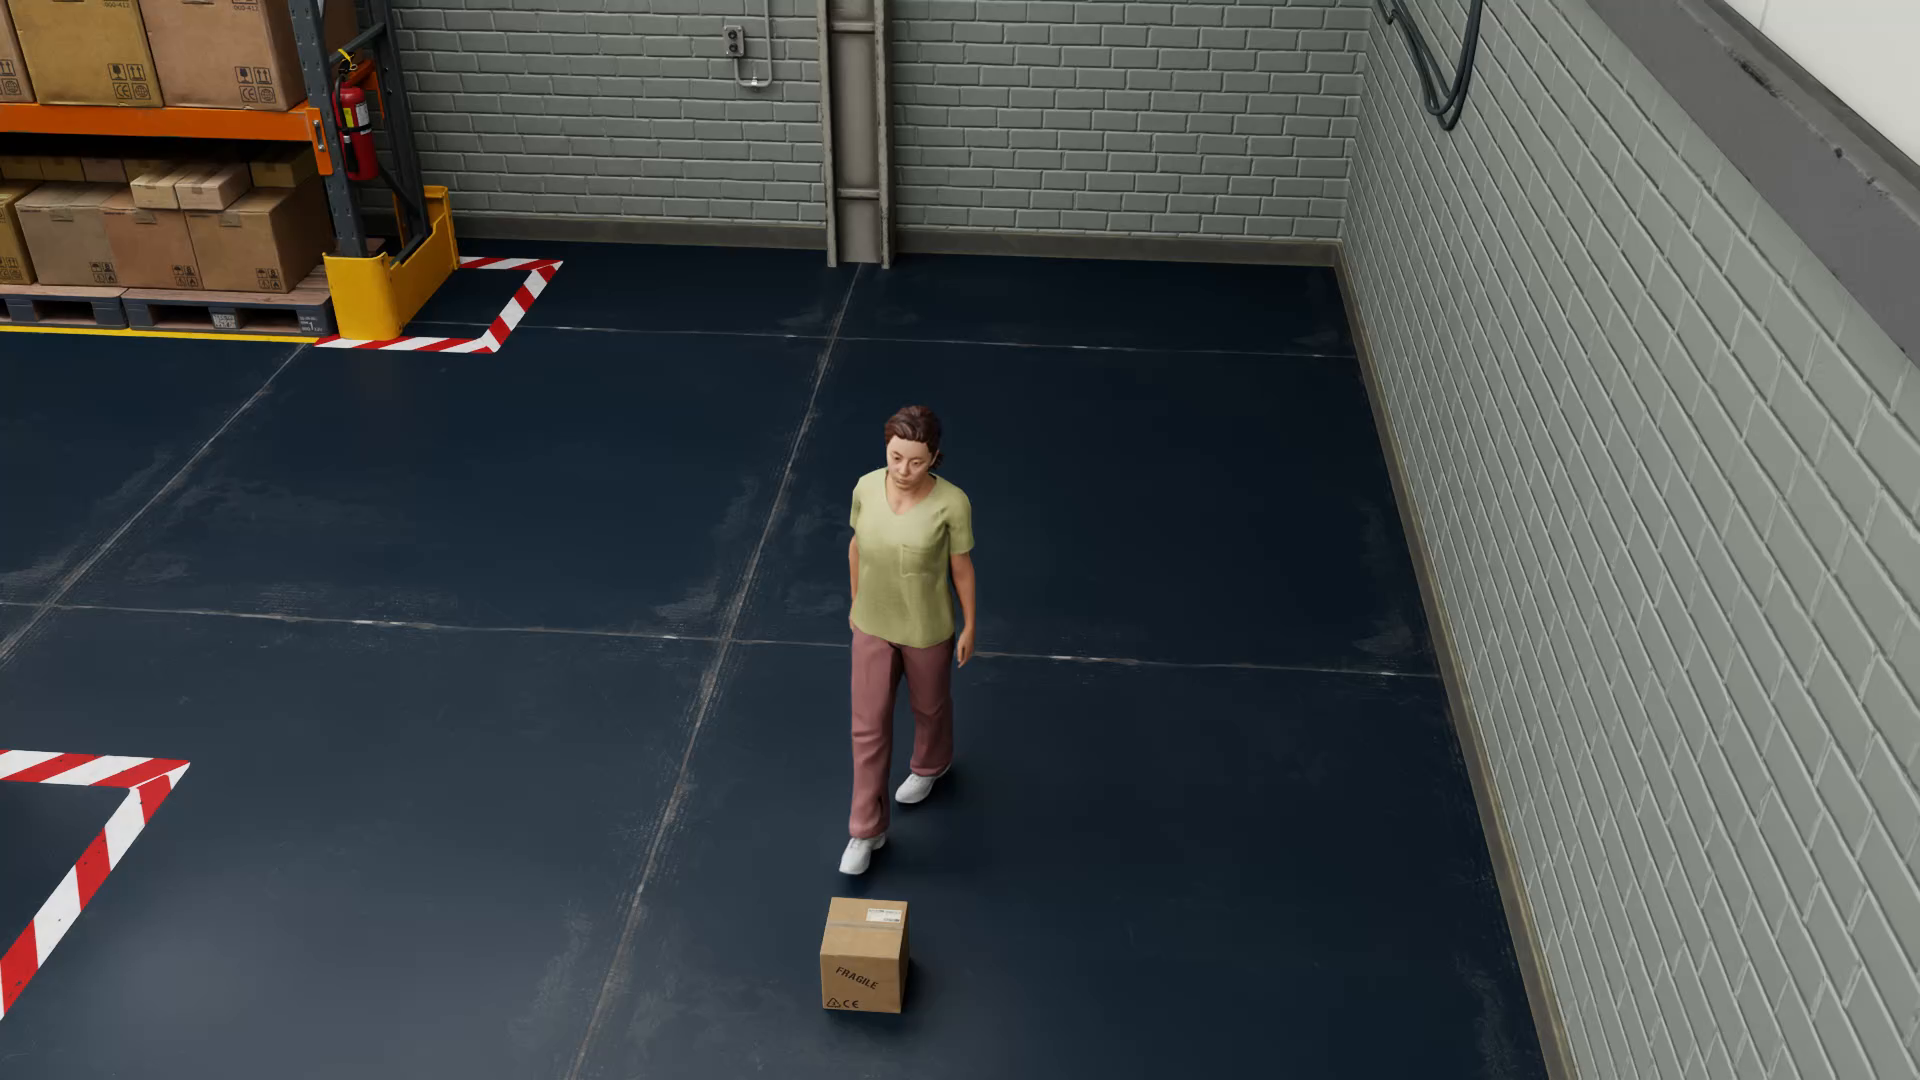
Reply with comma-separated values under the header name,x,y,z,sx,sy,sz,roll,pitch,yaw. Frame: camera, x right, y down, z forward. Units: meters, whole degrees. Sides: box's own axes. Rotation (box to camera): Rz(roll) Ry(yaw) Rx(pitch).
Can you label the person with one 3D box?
name,x,y,z,sx,sy,sz,roll,pitch,yaw
person,-0.207,0.334,5.605,0.465,1.652,0.758,9,33,14
